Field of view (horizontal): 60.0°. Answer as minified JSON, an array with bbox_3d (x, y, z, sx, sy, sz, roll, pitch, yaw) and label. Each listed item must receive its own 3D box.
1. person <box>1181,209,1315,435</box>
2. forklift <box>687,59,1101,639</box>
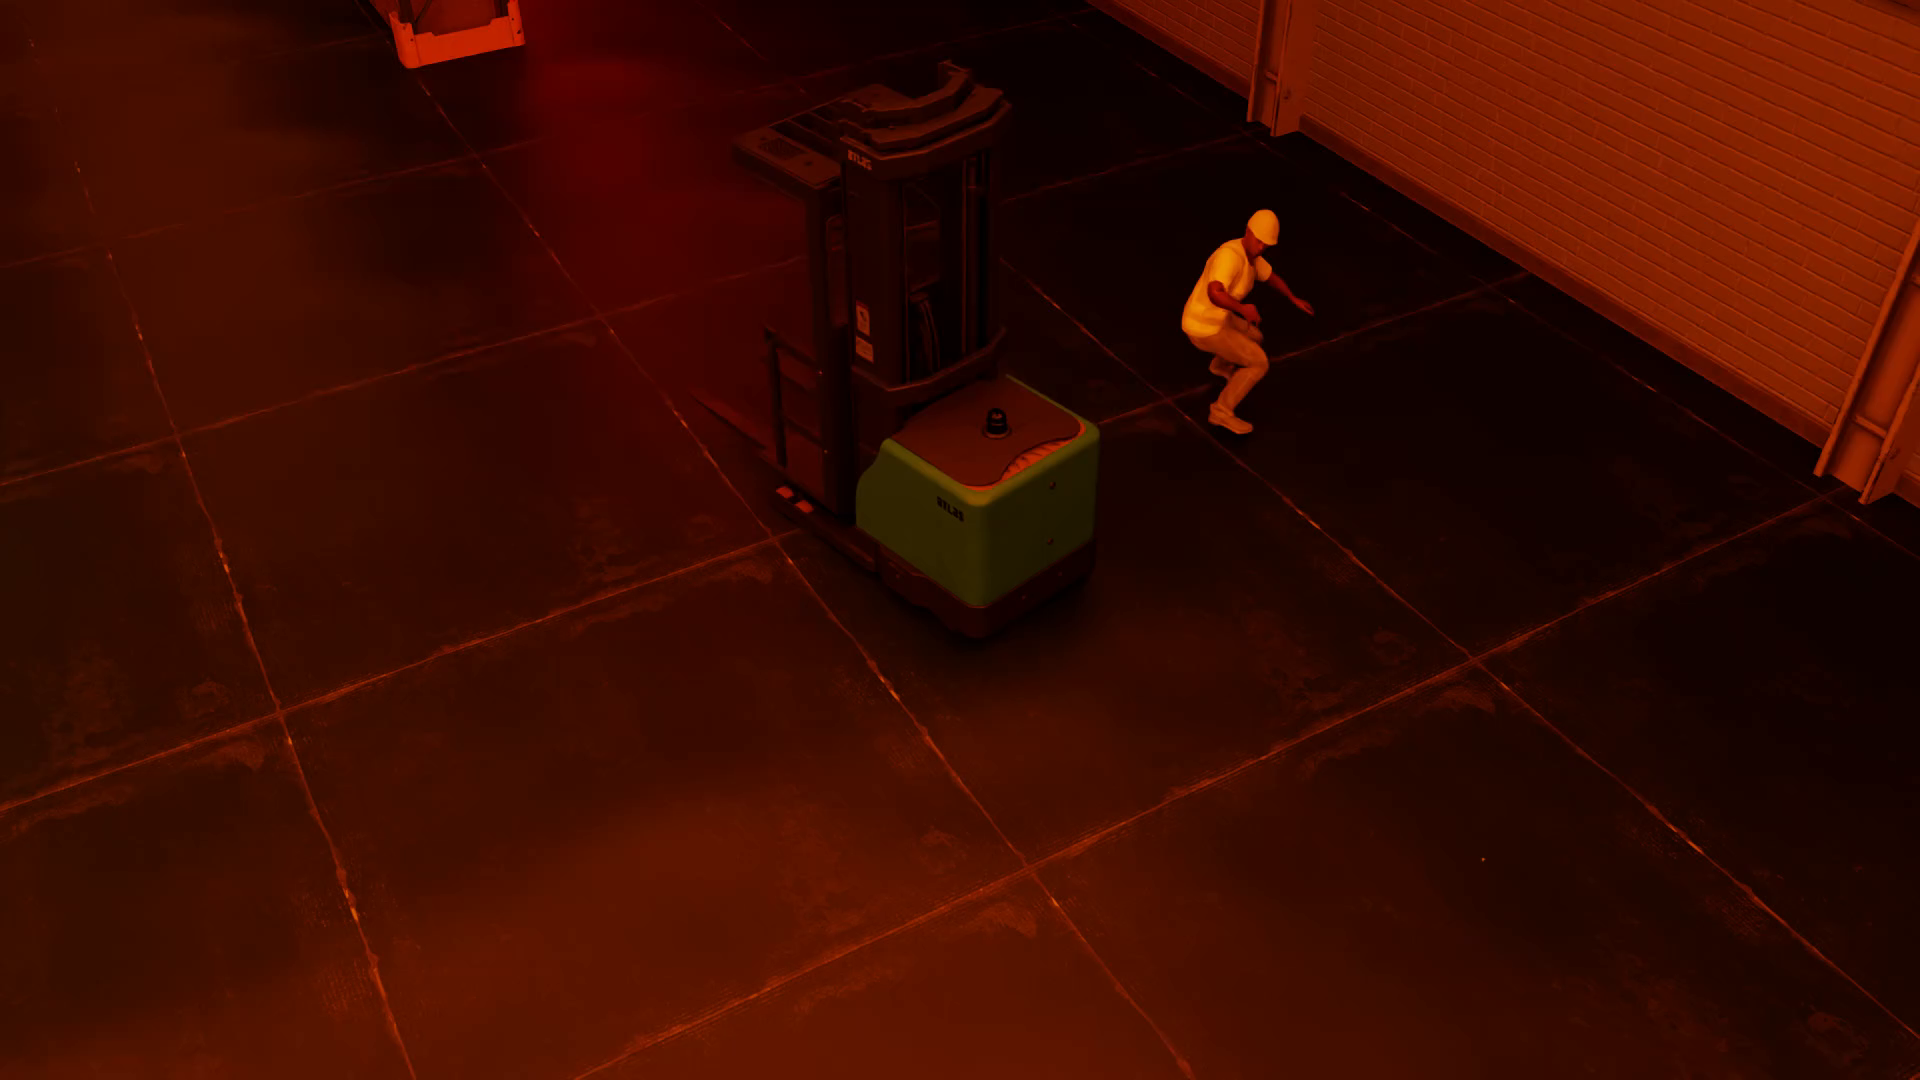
[{"bbox_3d":[1.900,-1.457,10.962,0.863,1.520,0.872,8,40,10],"label":"person"},{"bbox_3d":[-0.561,-1.410,9.736,1.130,2.935,3.031,-31,49,-32],"label":"forklift"}]
